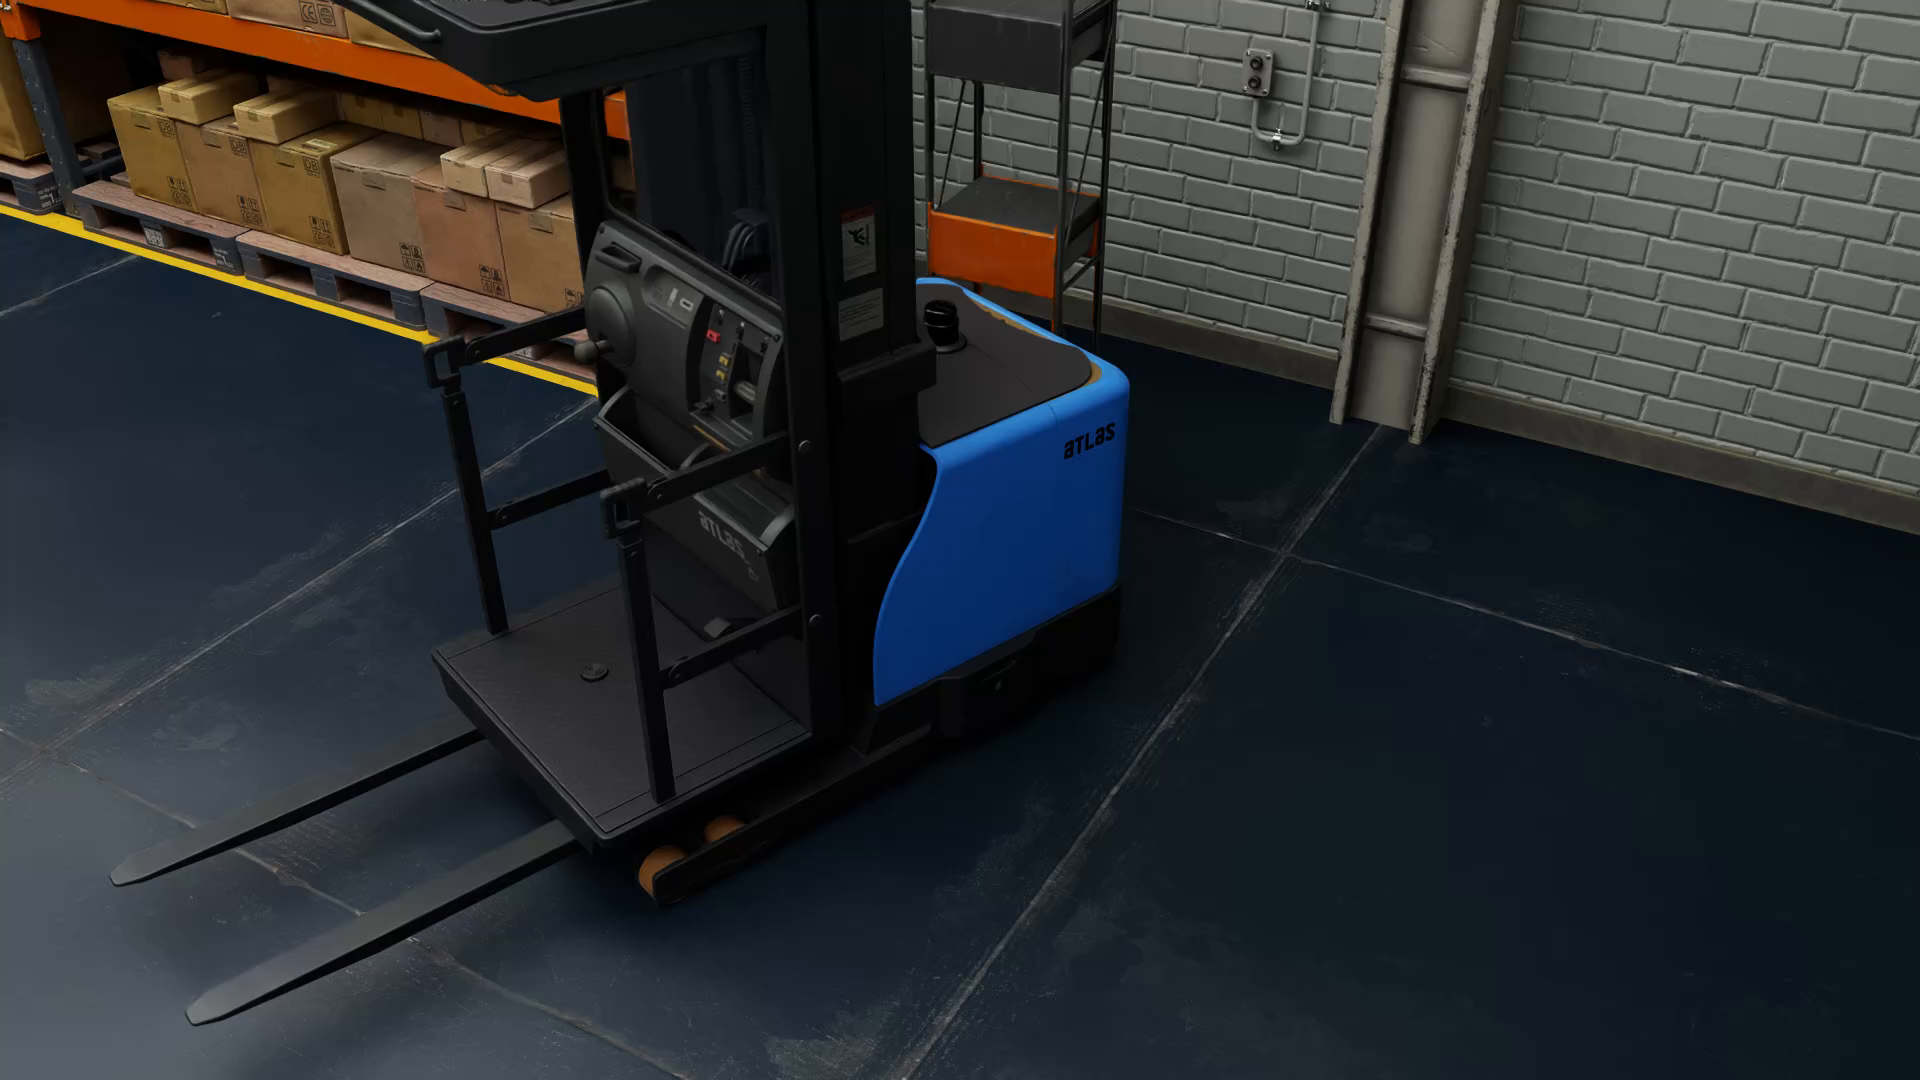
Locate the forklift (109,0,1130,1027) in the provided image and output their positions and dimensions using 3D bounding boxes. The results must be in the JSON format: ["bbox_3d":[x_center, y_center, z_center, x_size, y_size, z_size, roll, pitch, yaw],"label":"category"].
[{"bbox_3d":[-0.921,-0.523,4.391,3.031,2.935,1.130,-25,41,-32],"label":"forklift"}]

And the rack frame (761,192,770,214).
[{"bbox_3d":[-0.972,-2.093,6.687,0.127,3.000,1.000,18,37,24],"label":"rack frame"}]

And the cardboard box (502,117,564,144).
[{"bbox_3d":[-1.862,-1.843,7.602,0.250,0.149,0.380,18,38,25],"label":"cardboard box"}]

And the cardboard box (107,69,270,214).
[{"bbox_3d":[-3.847,-2.073,8.533,0.500,0.500,0.700,18,38,25],"label":"cardboard box"}]

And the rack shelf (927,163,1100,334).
[{"bbox_3d":[0.197,-0.966,5.831,0.480,0.518,0.431,16,37,22],"label":"rack shelf"}]

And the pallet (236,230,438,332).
[{"bbox_3d":[-2.760,-1.451,8.239,1.213,0.211,1.003,18,37,24],"label":"pallet"}]

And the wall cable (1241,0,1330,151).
[{"bbox_3d":[0.609,-2.619,6.561,1.851,1.984,0.084,18,37,24],"label":"wall cable"}]

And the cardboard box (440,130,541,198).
[{"bbox_3d":[-2.054,-1.660,7.327,0.250,0.149,0.380,19,38,26],"label":"cardboard box"}]

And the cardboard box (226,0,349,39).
[{"bbox_3d":[-2.715,-2.763,7.422,0.700,0.700,0.980,16,37,22],"label":"cardboard box"}]

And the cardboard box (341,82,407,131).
[{"bbox_3d":[-2.743,-2.122,8.021,0.250,0.149,0.380,17,37,24],"label":"cardboard box"}]

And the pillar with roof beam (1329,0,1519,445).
[{"bbox_3d":[-0.335,-2.192,1.424,0.400,9.000,9.100,18,37,24],"label":"pillar with roof beam"}]

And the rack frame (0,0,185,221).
[{"bbox_3d":[-4.445,-3.193,8.339,0.127,3.000,1.000,18,37,24],"label":"rack frame"}]

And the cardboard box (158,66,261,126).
[{"bbox_3d":[-3.640,-2.161,8.080,0.250,0.149,0.380,19,38,26],"label":"cardboard box"}]

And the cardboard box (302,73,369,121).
[{"bbox_3d":[-2.968,-2.192,8.127,0.250,0.149,0.380,18,38,25],"label":"cardboard box"}]

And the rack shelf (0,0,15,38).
[{"bbox_3d":[-6.182,-3.444,9.365,4.000,0.370,1.077,18,37,24],"label":"rack shelf"}]

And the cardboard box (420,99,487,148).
[{"bbox_3d":[-2.300,-1.982,7.811,0.250,0.149,0.380,18,38,25],"label":"cardboard box"}]

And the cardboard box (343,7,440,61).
[{"bbox_3d":[-2.057,-2.548,7.100,0.700,0.700,0.980,17,37,24],"label":"cardboard box"}]

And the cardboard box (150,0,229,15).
[{"bbox_3d":[-3.351,-2.958,7.715,0.700,0.700,0.980,17,37,23],"label":"cardboard box"}]

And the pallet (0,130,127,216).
[{"bbox_3d":[-5.153,-2.209,9.376,1.213,0.211,1.003,18,37,24],"label":"pallet"}]

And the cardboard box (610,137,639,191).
[{"bbox_3d":[-1.422,-1.704,7.394,0.250,0.149,0.380,18,38,25],"label":"cardboard box"}]

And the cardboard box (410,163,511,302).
[{"bbox_3d":[-2.064,-1.510,7.687,0.500,0.500,0.700,17,37,24],"label":"cardboard box"}]

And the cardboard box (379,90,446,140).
[{"bbox_3d":[-2.524,-2.052,7.916,0.250,0.149,0.380,18,38,25],"label":"cardboard box"}]

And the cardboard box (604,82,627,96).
[{"bbox_3d":[-1.420,-2.354,6.808,0.700,0.700,0.980,19,38,26],"label":"cardboard box"}]

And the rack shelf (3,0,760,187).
[{"bbox_3d":[-2.709,-2.344,7.713,4.000,0.370,1.077,18,37,24],"label":"rack shelf"}]

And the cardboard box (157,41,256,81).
[{"bbox_3d":[-3.874,-2.478,8.556,0.250,0.149,0.380,17,37,24],"label":"cardboard box"}]

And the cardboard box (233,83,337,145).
[{"bbox_3d":[-3.187,-2.017,7.864,0.250,0.149,0.380,16,37,23],"label":"cardboard box"}]

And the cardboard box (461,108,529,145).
[{"bbox_3d":[-2.079,-1.912,7.706,0.250,0.149,0.380,18,38,25],"label":"cardboard box"}]

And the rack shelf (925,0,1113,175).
[{"bbox_3d":[0.197,-1.549,5.443,0.480,0.518,0.431,16,37,22],"label":"rack shelf"}]

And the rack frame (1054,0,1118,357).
[{"bbox_3d":[0.415,-0.916,5.732,0.015,2.100,0.400,16,37,22],"label":"rack frame"}]

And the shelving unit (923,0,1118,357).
[{"bbox_3d":[0.197,-0.978,5.824,0.503,2.100,0.431,16,37,22],"label":"shelving unit"}]

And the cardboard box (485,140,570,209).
[{"bbox_3d":[-1.832,-1.590,7.222,0.250,0.149,0.380,17,37,24],"label":"cardboard box"}]

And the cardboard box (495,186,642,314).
[{"bbox_3d":[-1.630,-1.372,7.481,0.500,0.500,0.700,18,37,24],"label":"cardboard box"}]

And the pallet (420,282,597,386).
[{"bbox_3d":[-1.705,-1.115,7.734,1.213,0.211,1.003,18,37,24],"label":"pallet"}]

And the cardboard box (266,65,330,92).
[{"bbox_3d":[-3.187,-2.262,8.232,0.250,0.149,0.380,16,37,23],"label":"cardboard box"}]

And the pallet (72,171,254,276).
[{"bbox_3d":[-3.824,-1.786,8.742,1.213,0.211,1.003,18,37,24],"label":"pallet"}]

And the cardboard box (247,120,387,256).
[{"bbox_3d":[-2.968,-1.791,8.109,0.500,0.500,0.700,18,38,25],"label":"cardboard box"}]

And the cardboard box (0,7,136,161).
[{"bbox_3d":[-5.074,-2.590,8.993,0.750,0.750,0.750,18,38,25],"label":"cardboard box"}]

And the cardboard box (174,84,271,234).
[{"bbox_3d":[-3.412,-1.933,8.323,0.500,0.500,0.700,17,37,24],"label":"cardboard box"}]

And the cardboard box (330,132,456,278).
[{"bbox_3d":[-2.501,-1.648,7.894,0.500,0.500,0.700,16,37,23],"label":"cardboard box"}]

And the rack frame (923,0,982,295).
[{"bbox_3d":[-0.021,-1.039,5.915,0.015,2.100,0.400,16,37,22],"label":"rack frame"}]
